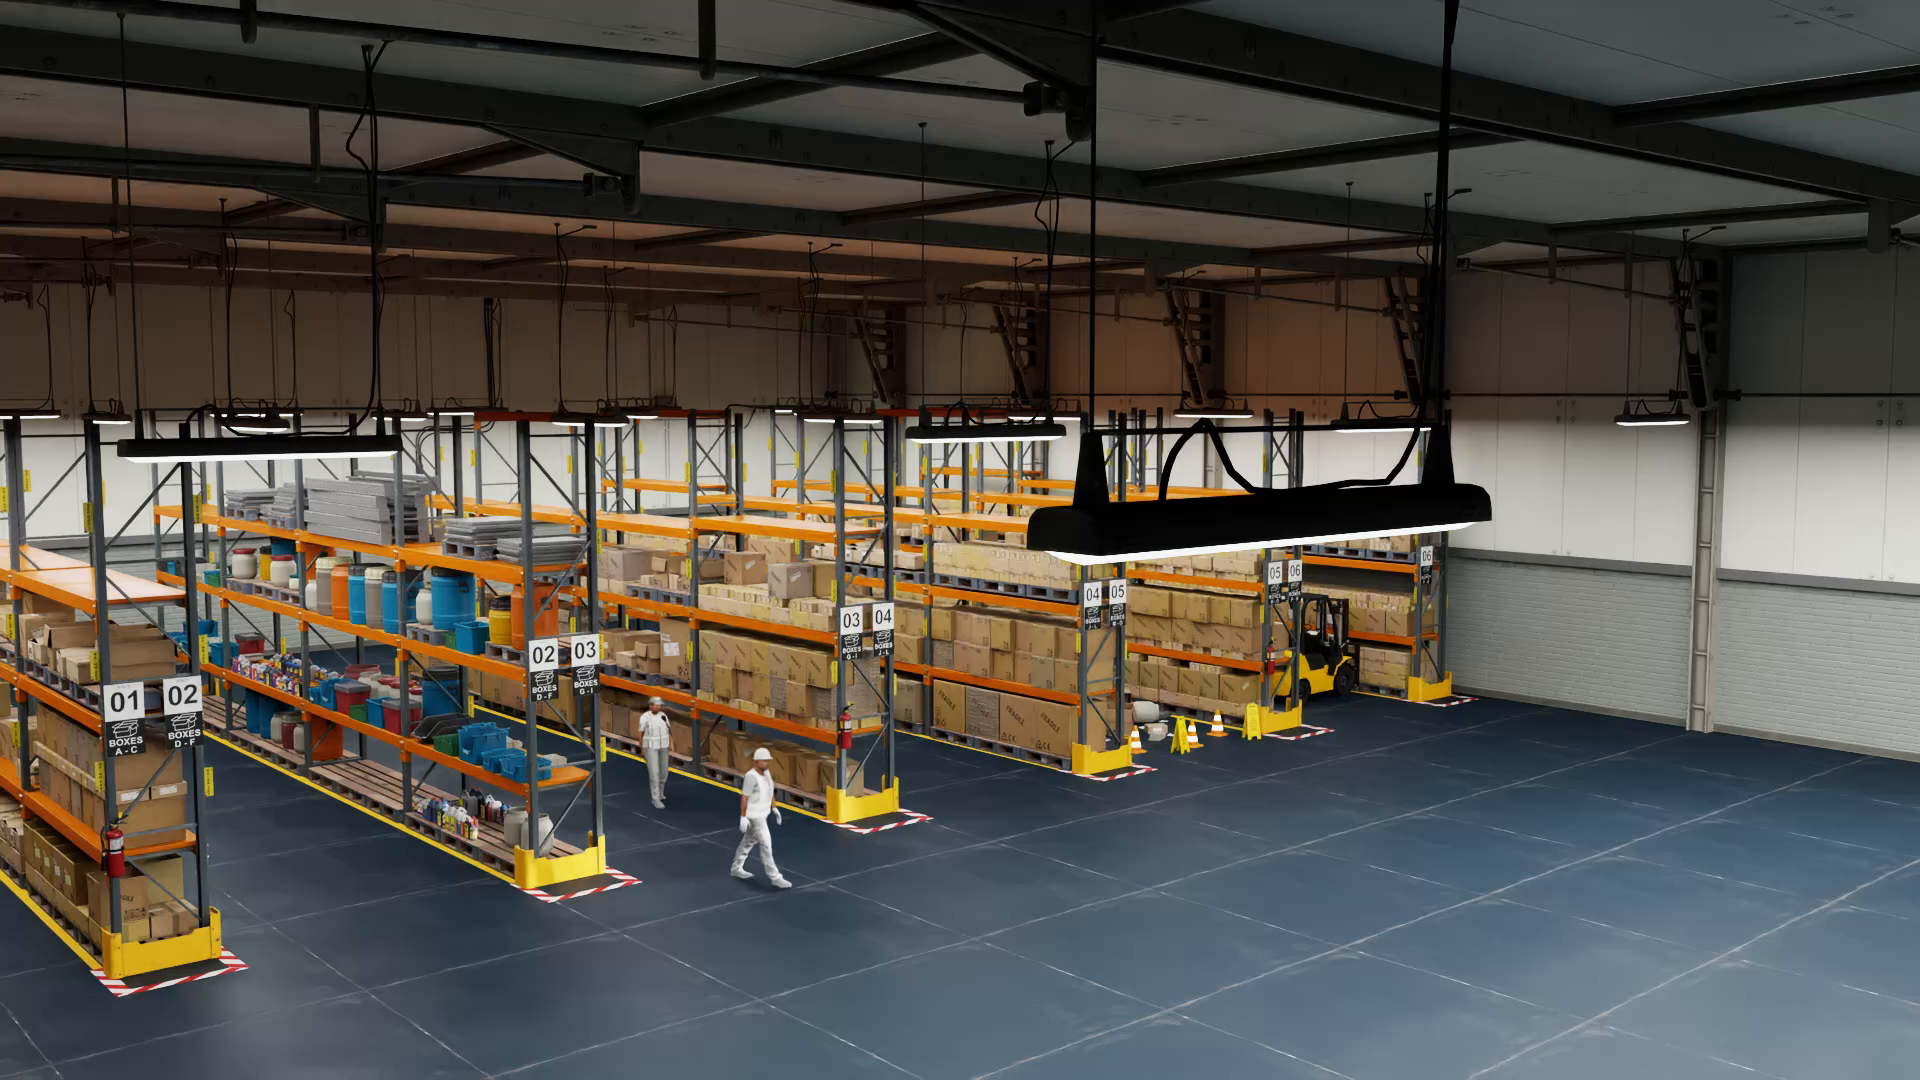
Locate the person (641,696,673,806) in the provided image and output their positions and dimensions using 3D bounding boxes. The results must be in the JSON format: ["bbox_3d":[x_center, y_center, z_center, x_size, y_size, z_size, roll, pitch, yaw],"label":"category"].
[{"bbox_3d":[-4.682,3.253,25.863,0.580,1.669,0.503,2,5,24],"label":"person"}]

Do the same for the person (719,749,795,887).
[{"bbox_3d":[-2.630,3.573,21.455,0.917,1.760,0.613,-1,5,-15],"label":"person"}]
